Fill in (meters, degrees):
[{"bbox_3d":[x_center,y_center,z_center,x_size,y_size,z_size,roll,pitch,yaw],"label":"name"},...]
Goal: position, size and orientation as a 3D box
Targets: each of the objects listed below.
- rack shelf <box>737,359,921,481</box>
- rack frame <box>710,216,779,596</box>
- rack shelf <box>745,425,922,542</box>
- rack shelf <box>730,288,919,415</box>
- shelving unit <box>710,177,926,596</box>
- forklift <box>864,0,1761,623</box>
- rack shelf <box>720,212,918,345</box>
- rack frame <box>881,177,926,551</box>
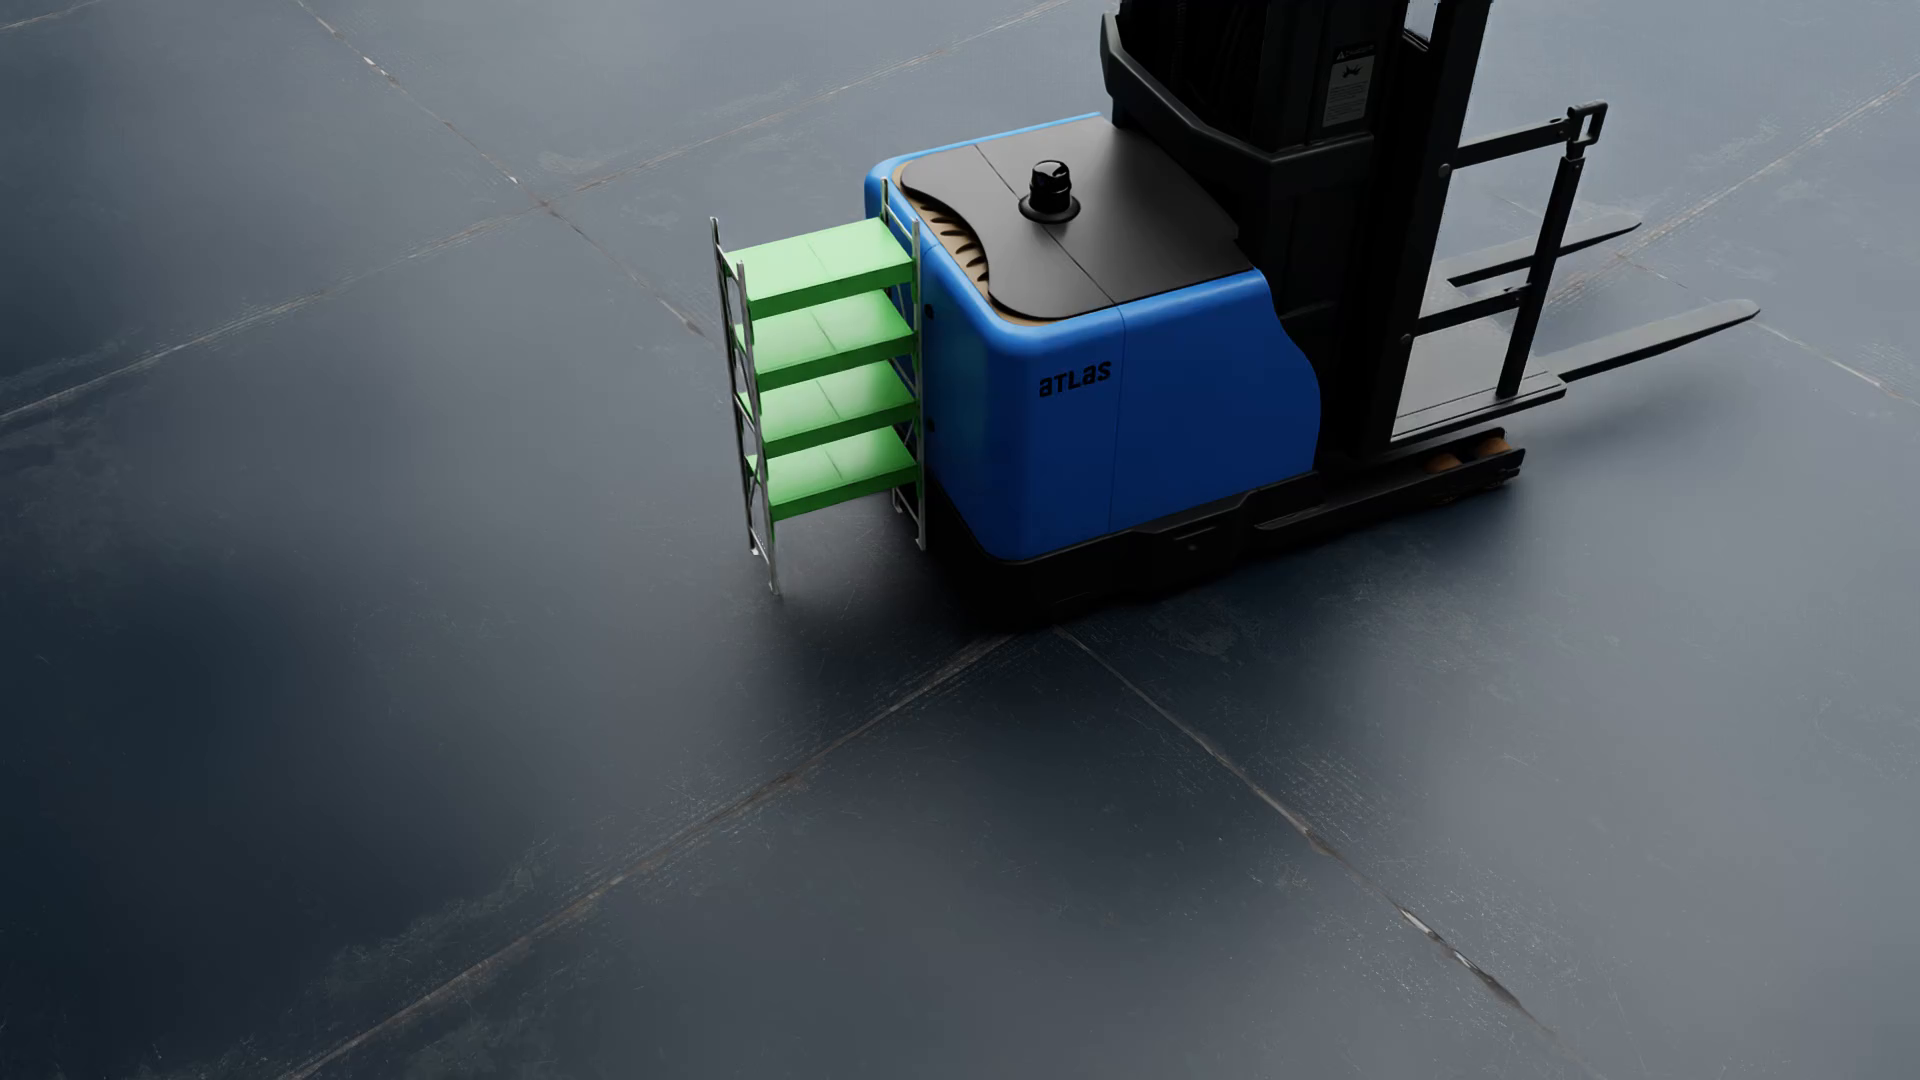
[{"bbox_3d":[-0.385,-0.366,4.856,0.480,0.148,0.258,-17,46,-17],"label":"rack shelf"},{"bbox_3d":[-0.608,-0.344,4.740,0.015,1.200,0.240,-17,46,-17],"label":"rack frame"},{"bbox_3d":[-0.385,-0.191,5.021,0.480,0.148,0.258,-17,46,-17],"label":"rack shelf"},{"bbox_3d":[-0.385,-0.541,4.692,0.480,0.148,0.258,-17,46,-17],"label":"rack shelf"},{"bbox_3d":[-0.385,-0.412,4.813,0.503,1.200,0.258,-17,46,-17],"label":"shelving unit"},{"bbox_3d":[1.268,-1.497,4.703,3.031,2.935,1.130,-17,46,-17],"label":"forklift"},{"bbox_3d":[-0.385,-0.716,4.528,0.480,0.148,0.258,-17,46,-17],"label":"rack shelf"},{"bbox_3d":[-0.162,-0.480,4.885,0.015,1.200,0.240,-17,46,-17],"label":"rack frame"}]
